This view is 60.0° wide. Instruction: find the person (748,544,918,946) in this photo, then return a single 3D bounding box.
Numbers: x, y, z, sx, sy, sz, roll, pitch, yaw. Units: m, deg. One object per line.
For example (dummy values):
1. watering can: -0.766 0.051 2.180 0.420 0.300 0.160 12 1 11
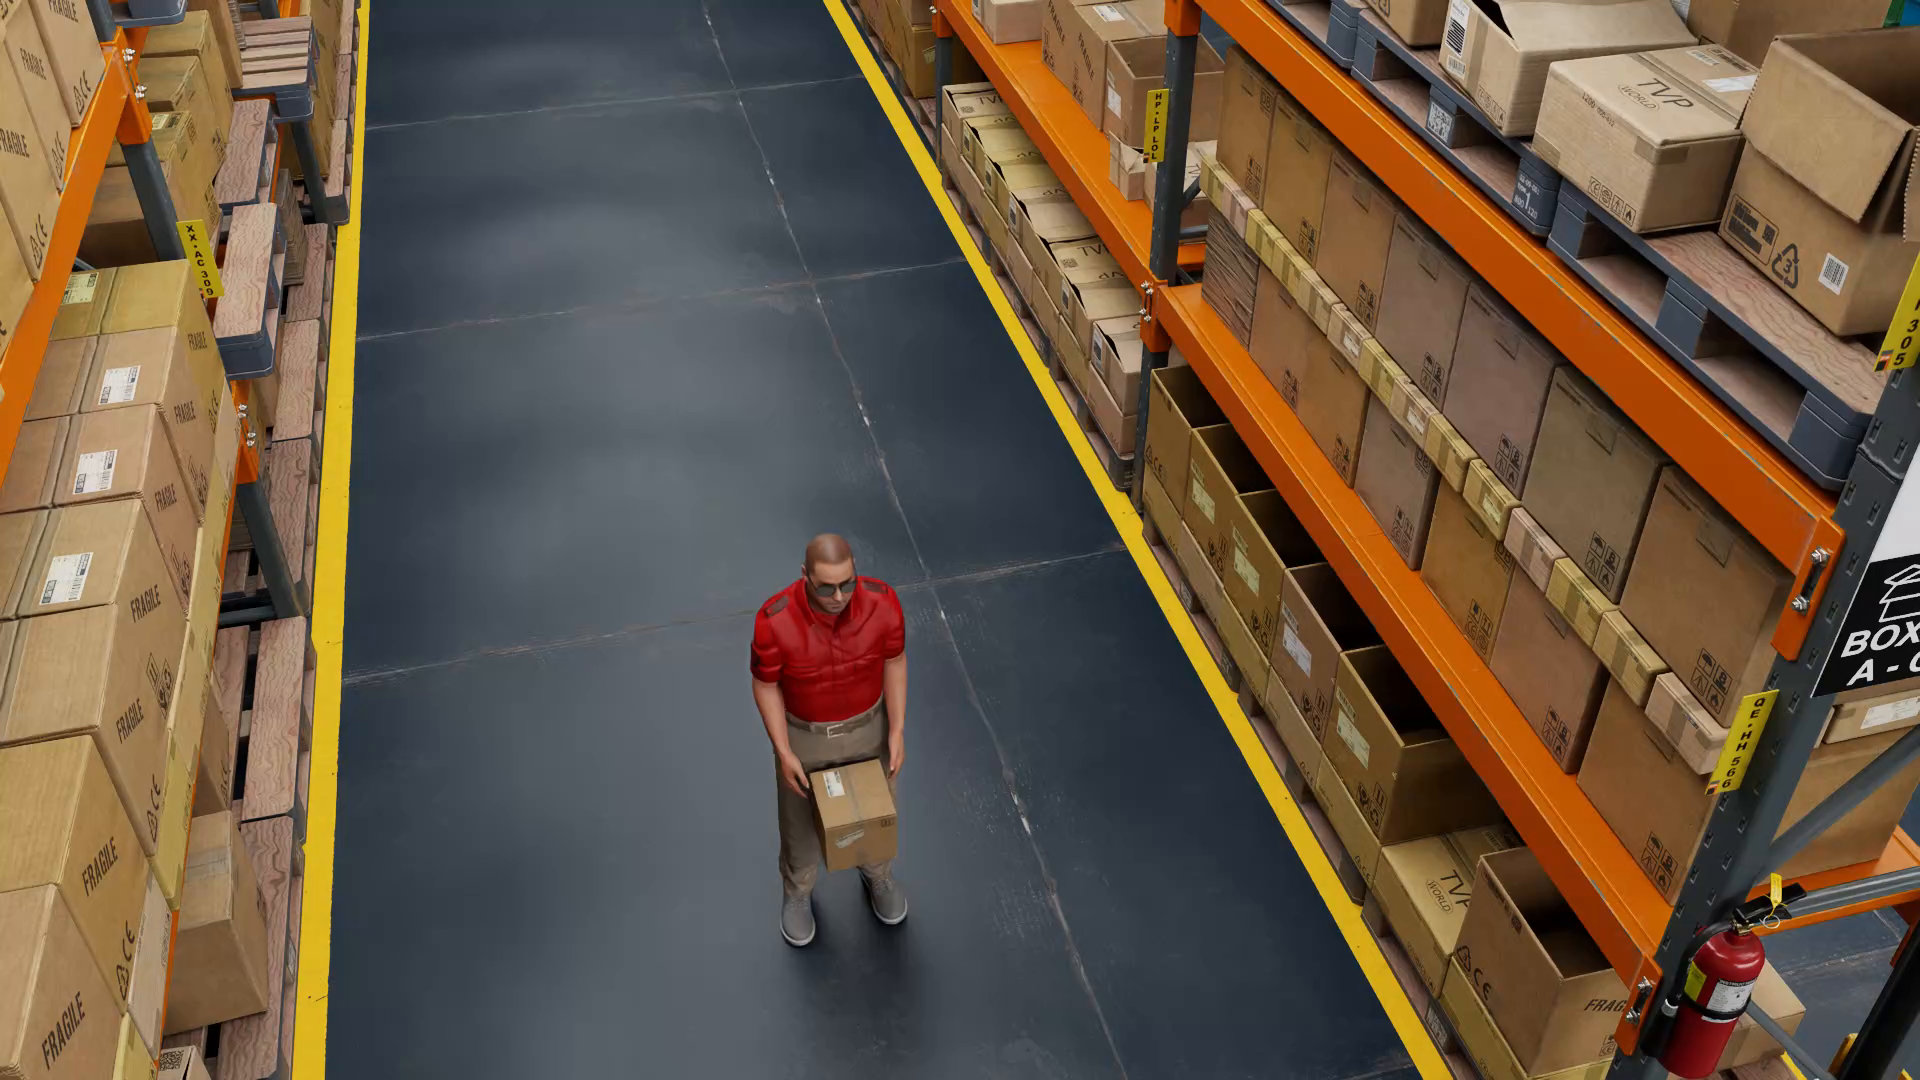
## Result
1. person: -0.432 0.686 5.846 0.584 1.727 0.391 -9 39 -12
